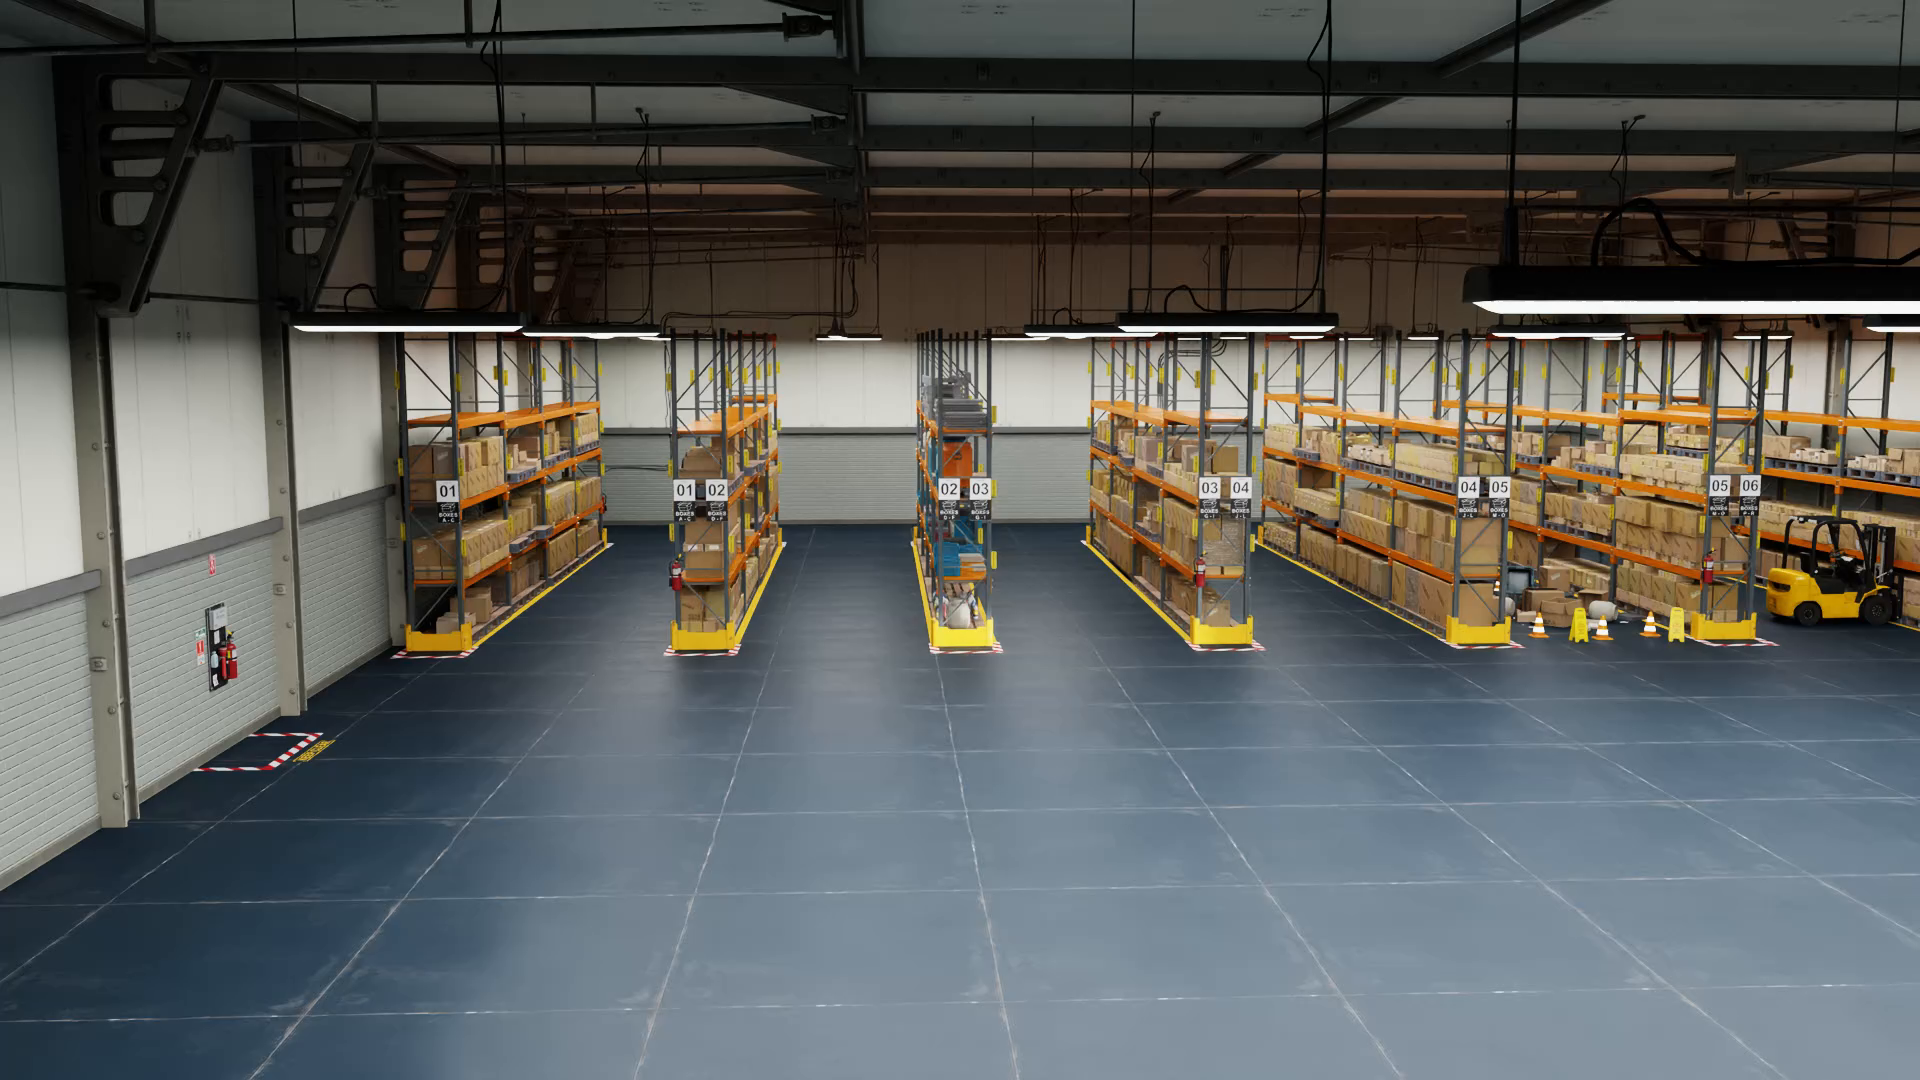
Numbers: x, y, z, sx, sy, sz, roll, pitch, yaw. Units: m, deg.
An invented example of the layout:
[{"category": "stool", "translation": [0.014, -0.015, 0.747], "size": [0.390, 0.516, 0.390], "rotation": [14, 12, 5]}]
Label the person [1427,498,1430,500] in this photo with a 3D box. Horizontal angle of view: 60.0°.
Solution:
[{"category": "person", "translation": [14.400, -1.064, 50.269], "size": [0.961, 1.734, 0.566], "rotation": [-2, 7, -17]}]

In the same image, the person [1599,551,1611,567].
[{"category": "person", "translation": [16.020, 0.009, 41.141], "size": [0.594, 1.765, 0.548], "rotation": [0, 7, -4]}]
